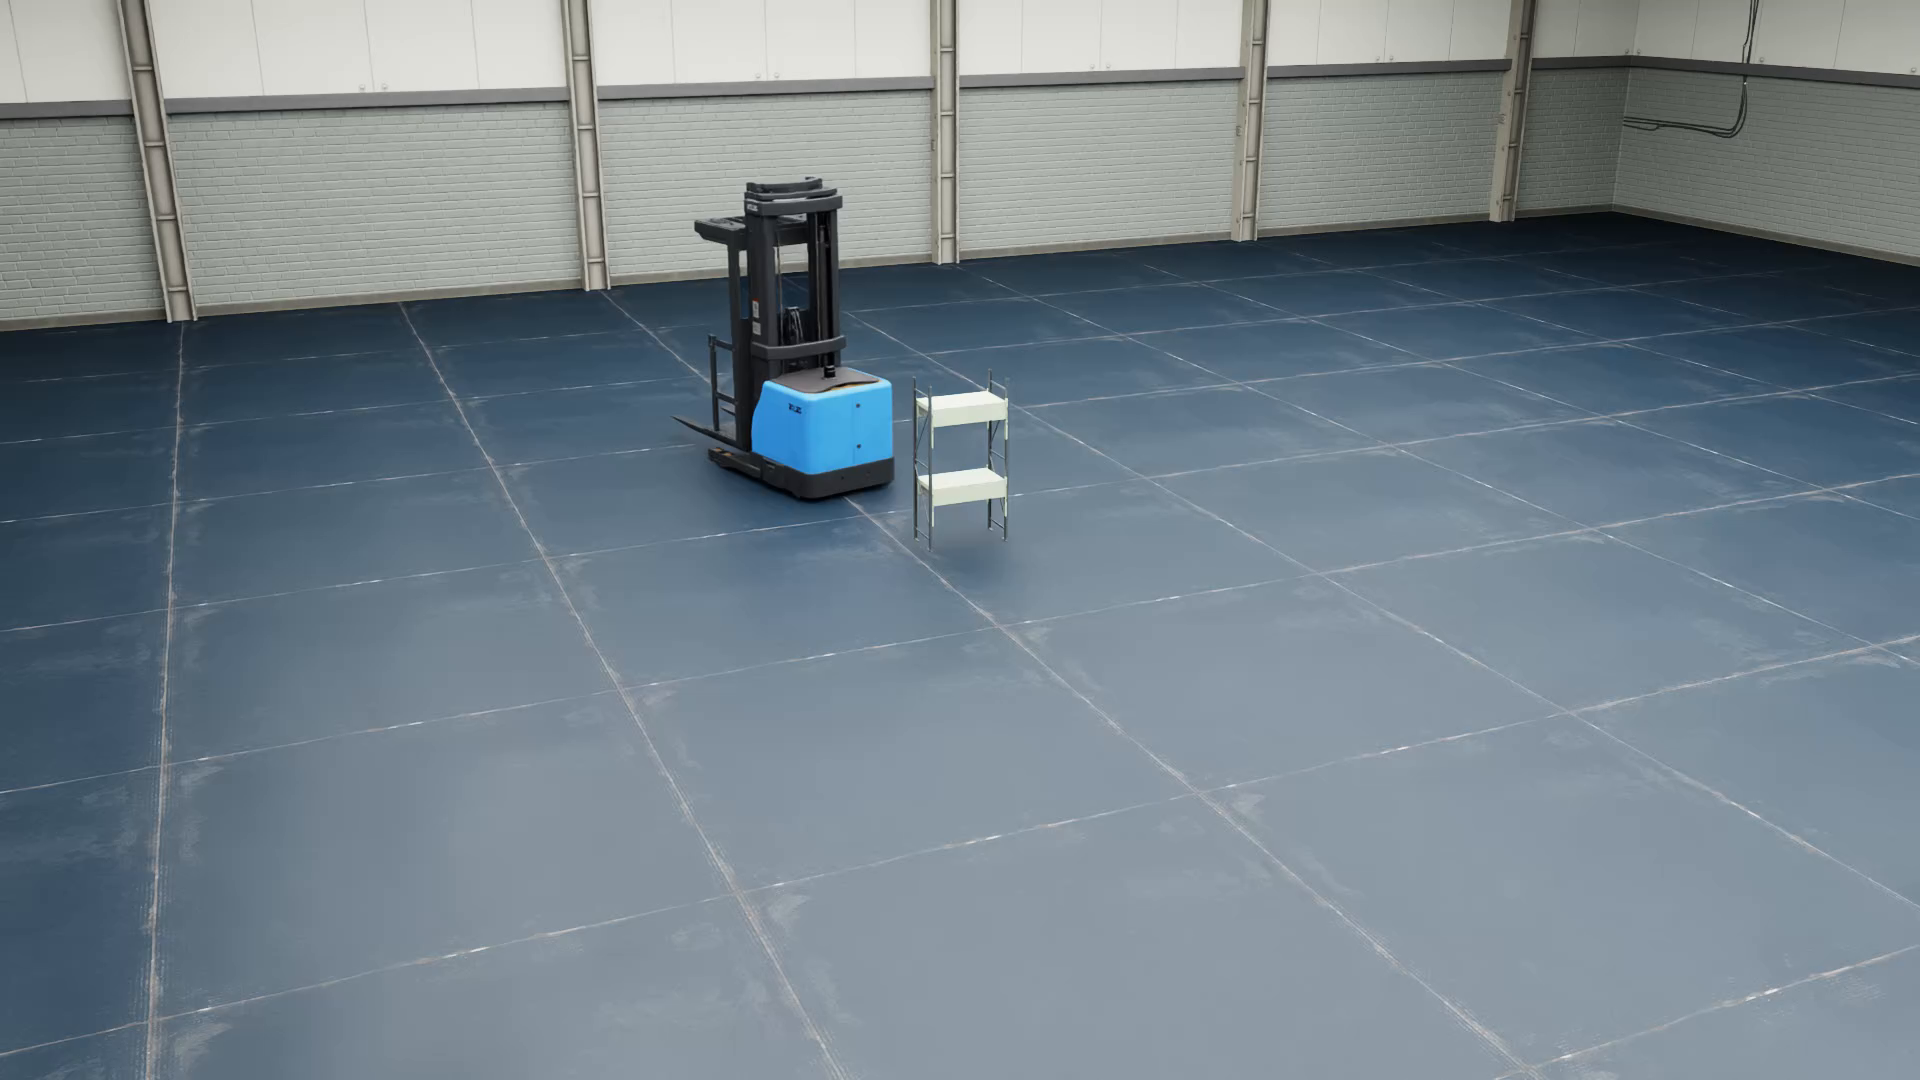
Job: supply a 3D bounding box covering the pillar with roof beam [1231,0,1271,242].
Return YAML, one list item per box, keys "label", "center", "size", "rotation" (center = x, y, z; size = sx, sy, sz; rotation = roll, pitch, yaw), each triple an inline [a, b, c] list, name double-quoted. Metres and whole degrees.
- label: "pillar with roof beam"
  center: [6.963, -8.498, 25.608]
  size: [0.400, 9.000, 9.100]
  rotation: [-8, 21, -22]

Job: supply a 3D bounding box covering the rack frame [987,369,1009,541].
- label: "rack frame"
  center: [0.342, -0.756, 14.912]
  size: [0.023, 1.500, 0.400]
  rotation: [-8, 21, -22]

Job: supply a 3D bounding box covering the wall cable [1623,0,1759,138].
- label: "wall cable"
  center: [13.995, -9.120, 32.050]
  size: [0.112, 2.526, 3.097]
  rotation: [-8, 21, -22]

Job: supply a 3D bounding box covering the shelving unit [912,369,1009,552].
- label: "shelving unit"
  center: [0.006, -0.708, 14.775]
  size: [0.755, 1.500, 0.431]
  rotation: [-8, 21, -22]

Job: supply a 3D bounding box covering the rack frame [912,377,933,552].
- label: "rack frame"
  center: [-0.330, -0.660, 14.639]
  size: [0.023, 1.500, 0.400]
  rotation: [-8, 21, -22]

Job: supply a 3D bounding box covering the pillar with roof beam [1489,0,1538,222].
- label: "pillar with roof beam"
  center: [12.472, -9.288, 27.850]
  size: [0.400, 9.000, 9.100]
  rotation: [-8, 21, -22]

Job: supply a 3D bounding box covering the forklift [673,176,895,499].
- label: "forklift"
  center: [-1.954, -2.202, 16.863]
  size: [1.130, 2.935, 3.031]
  rotation: [-15, 24, -36]

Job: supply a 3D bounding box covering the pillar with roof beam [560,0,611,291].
- label: "pillar with roof beam"
  center: [-4.056, -6.920, 21.125]
  size: [0.400, 9.000, 9.100]
  rotation: [-8, 21, -22]

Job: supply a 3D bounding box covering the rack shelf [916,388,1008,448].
- label: "rack shelf"
  center: [0.006, -1.076, 14.646]
  size: [0.720, 0.370, 0.431]
  rotation: [-8, 21, -22]

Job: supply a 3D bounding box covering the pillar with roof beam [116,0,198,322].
- label: "pillar with roof beam"
  center: [-9.565, -6.130, 18.883]
  size: [0.400, 9.000, 9.100]
  rotation: [-8, 21, -22]

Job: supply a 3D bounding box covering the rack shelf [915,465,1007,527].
- label: "rack shelf"
  center: [0.006, -0.401, 14.884]
  size: [0.720, 0.370, 0.431]
  rotation: [-8, 21, -22]

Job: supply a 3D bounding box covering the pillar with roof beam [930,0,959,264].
- label: "pillar with roof beam"
  center: [1.453, -7.709, 23.367]
  size: [0.400, 9.000, 9.100]
  rotation: [-8, 21, -22]
